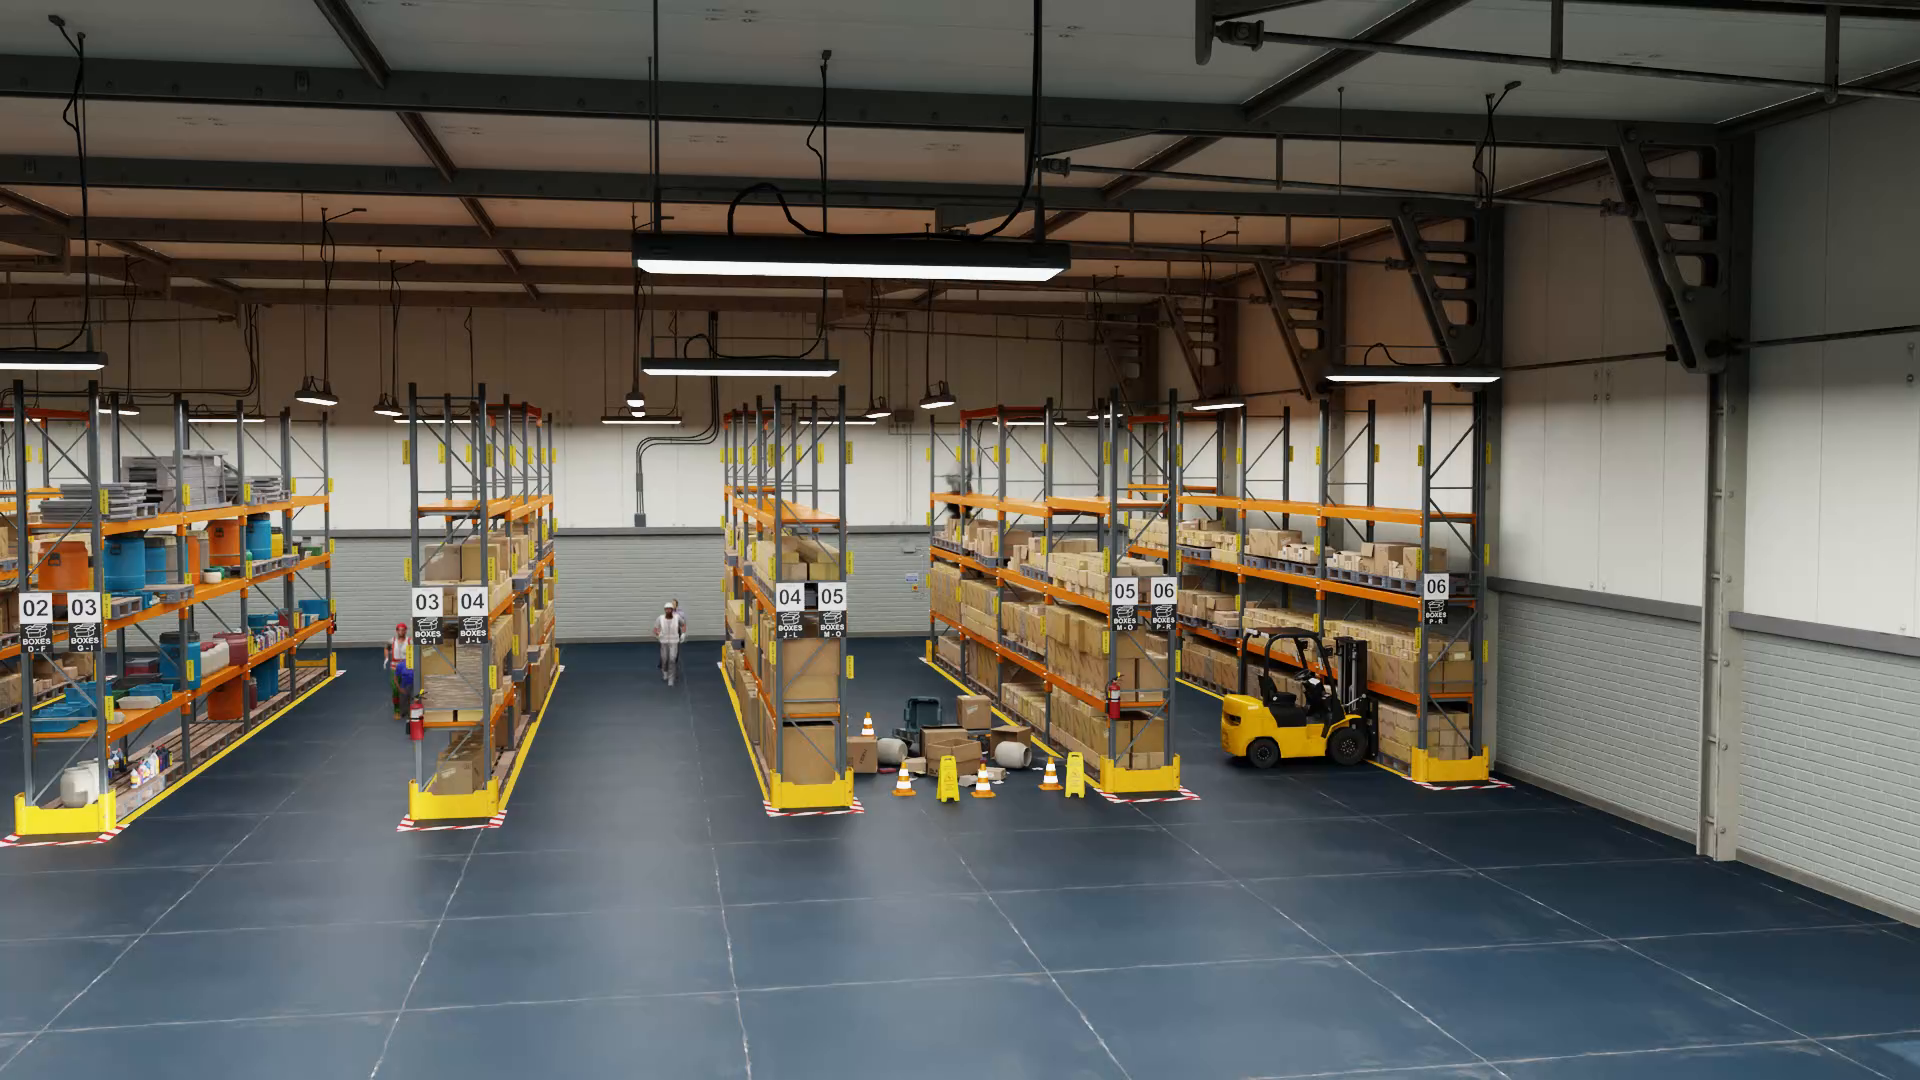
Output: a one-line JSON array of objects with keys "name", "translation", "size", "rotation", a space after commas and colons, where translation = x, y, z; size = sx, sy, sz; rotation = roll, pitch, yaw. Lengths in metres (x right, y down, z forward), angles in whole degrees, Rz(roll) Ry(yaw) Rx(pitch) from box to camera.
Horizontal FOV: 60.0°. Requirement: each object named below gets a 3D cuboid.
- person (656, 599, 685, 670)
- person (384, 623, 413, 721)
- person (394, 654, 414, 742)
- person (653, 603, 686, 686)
[{"name": "person", "translation": [-6.736, 2.233, 39.182], "size": [0.645, 1.675, 0.800], "rotation": [1, 3, 14]}, {"name": "person", "translation": [-10.635, 2.480, 31.672], "size": [0.655, 1.817, 0.909], "rotation": [-1, 3, -17]}, {"name": "person", "translation": [-9.764, 2.720, 29.545], "size": [0.557, 1.643, 0.963], "rotation": [-1, 3, -12]}, {"name": "person", "translation": [-6.364, 2.265, 36.448], "size": [0.708, 1.794, 0.860], "rotation": [0, 3, -7]}]
